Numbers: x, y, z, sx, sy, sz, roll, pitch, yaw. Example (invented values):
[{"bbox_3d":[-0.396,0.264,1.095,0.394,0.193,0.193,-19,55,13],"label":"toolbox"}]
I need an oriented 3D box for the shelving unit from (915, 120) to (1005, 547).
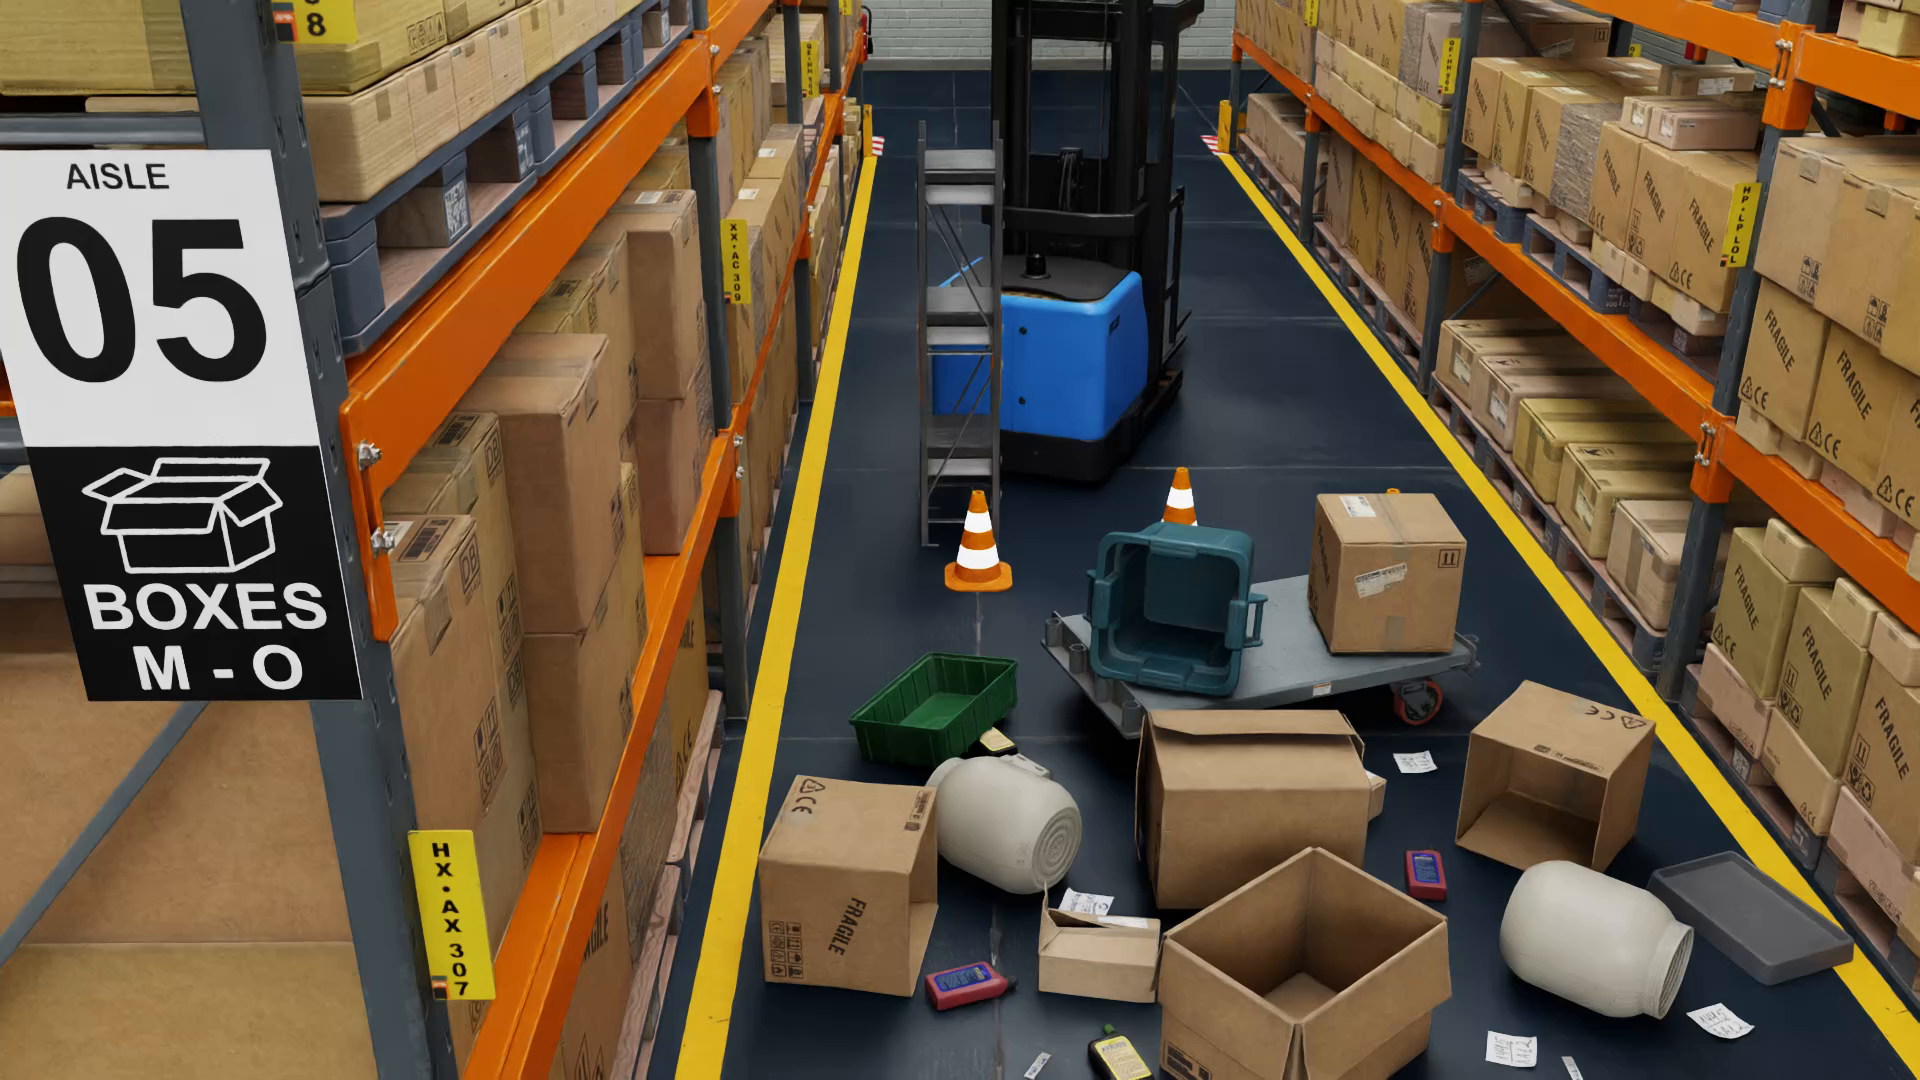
[{"bbox_3d":[-0.002,-1.025,8.468,0.431,2.100,0.503,0,24,-1],"label":"shelving unit"}]

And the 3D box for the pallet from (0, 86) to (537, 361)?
[{"bbox_3d":[-1.378,-0.603,2.910,1.003,0.211,1.213,0,24,-1],"label":"pallet"}]

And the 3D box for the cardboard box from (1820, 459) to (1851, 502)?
[{"bbox_3d":[3.316,-0.224,5.910,0.380,0.149,0.250,0,24,-1],"label":"cardboard box"}]

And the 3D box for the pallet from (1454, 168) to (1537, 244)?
[{"bbox_3d":[3.616,-1.951,9.656,1.213,0.211,1.003,0,24,-1],"label":"pallet"}]

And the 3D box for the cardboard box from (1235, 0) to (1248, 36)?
[{"bbox_3d":[3.132,-5.474,17.092,0.500,0.500,0.500,0,24,-1],"label":"cardboard box"}]

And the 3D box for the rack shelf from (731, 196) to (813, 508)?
[{"bbox_3d":[-1.425,-1.115,8.449,1.077,0.370,4.000,0,24,-1],"label":"rack shelf"}]

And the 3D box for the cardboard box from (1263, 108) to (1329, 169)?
[{"bbox_3d":[3.540,-4.003,16.561,0.875,0.438,0.875,0,24,1],"label":"cardboard box"}]

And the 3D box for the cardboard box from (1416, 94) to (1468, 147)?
[{"bbox_3d":[3.242,-2.689,10.631,0.500,0.250,0.500,0,24,-1],"label":"cardboard box"}]

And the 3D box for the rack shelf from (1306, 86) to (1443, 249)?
[{"bbox_3d":[3.480,-2.828,12.235,1.077,0.370,4.000,0,24,-1],"label":"rack shelf"}]

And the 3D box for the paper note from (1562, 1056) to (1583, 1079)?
[{"bbox_3d":[1.890,1.634,5.124,0.032,0.001,0.123,0,24,-1],"label":"paper note"}]

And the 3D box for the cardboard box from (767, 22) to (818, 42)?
[{"bbox_3d":[-1.287,-3.882,12.766,0.380,0.149,0.250,-1,24,-2],"label":"cardboard box"}]

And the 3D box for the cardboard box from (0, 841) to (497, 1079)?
[{"bbox_3d":[-1.409,0.808,3.141,0.875,0.550,0.550,0,24,-1],"label":"cardboard box"}]

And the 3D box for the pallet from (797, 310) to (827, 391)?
[{"bbox_3d":[-1.454,-1.319,11.410,1.003,0.211,1.213,0,24,-1],"label":"pallet"}]

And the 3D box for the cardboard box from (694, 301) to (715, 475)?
[{"bbox_3d":[-1.388,-0.535,6.112,0.875,0.550,0.550,0,24,-1],"label":"cardboard box"}]

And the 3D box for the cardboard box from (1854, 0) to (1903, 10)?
[{"bbox_3d":[3.276,-1.934,5.568,0.500,0.250,0.500,-1,24,-2],"label":"cardboard box"}]

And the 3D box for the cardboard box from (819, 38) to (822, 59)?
[{"bbox_3d":[-1.285,-3.856,13.071,0.380,0.149,0.250,0,24,0],"label":"cardboard box"}]

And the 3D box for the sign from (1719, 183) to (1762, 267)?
[{"bbox_3d":[2.990,-1.207,6.373,0.100,0.325,0.005,0,24,-1],"label":"sign"}]

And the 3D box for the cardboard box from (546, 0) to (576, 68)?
[{"bbox_3d":[-1.057,-1.123,3.626,0.380,0.149,0.250,0,24,-1],"label":"cardboard box"}]

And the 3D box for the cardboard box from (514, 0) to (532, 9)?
[{"bbox_3d":[-1.121,-1.259,3.443,0.500,0.250,0.500,0,24,-1],"label":"cardboard box"}]

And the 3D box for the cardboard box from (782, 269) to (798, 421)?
[{"bbox_3d":[-1.530,-1.182,9.945,1.050,0.750,0.750,-1,24,-1],"label":"cardboard box"}]

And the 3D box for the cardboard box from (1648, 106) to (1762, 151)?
[{"bbox_3d":[3.294,-1.824,7.364,0.380,0.149,0.250,-1,24,-2],"label":"cardboard box"}]

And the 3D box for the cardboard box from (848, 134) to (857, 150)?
[{"bbox_3d":[-1.217,-3.948,16.429,0.380,0.149,0.250,0,24,0],"label":"cardboard box"}]

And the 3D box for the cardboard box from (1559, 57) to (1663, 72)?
[{"bbox_3d":[3.784,-2.518,9.685,0.500,0.500,0.500,-1,24,-2],"label":"cardboard box"}]

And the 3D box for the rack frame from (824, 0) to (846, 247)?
[{"bbox_3d":[-1.491,-3.916,13.768,1.000,3.000,0.127,0,24,-1],"label":"rack frame"}]

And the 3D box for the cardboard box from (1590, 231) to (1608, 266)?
[{"bbox_3d":[3.267,-1.391,7.981,0.380,0.149,0.250,0,24,-1],"label":"cardboard box"}]

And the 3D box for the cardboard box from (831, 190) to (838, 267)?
[{"bbox_3d":[-1.226,-2.453,13.057,0.500,0.500,0.500,-1,24,-2],"label":"cardboard box"}]

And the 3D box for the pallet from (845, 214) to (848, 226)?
[{"bbox_3d":[-1.533,-2.922,14.954,1.003,0.211,1.213,0,24,-1],"label":"pallet"}]

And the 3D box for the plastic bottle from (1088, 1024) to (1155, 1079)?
[{"bbox_3d":[0.482,1.604,5.130,0.133,0.061,0.283,-9,26,-19],"label":"plastic bottle"}]

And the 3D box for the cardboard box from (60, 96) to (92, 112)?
[{"bbox_3d":[-1.708,-0.805,2.924,0.380,0.149,0.250,0,24,0],"label":"cardboard box"}]

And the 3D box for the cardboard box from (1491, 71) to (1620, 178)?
[{"bbox_3d":[3.288,-2.303,9.209,0.500,0.500,0.500,1,24,2],"label":"cardboard box"}]

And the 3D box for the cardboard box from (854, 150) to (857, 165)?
[{"bbox_3d":[-1.218,-3.819,16.504,0.380,0.149,0.250,-1,24,-3],"label":"cardboard box"}]

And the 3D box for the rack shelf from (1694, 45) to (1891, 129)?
[{"bbox_3d":[8.399,-4.500,15.932,1.077,0.370,4.000,0,24,-1],"label":"rack shelf"}]

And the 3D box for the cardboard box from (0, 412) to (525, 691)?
[{"bbox_3d":[-1.423,0.089,3.420,0.875,0.550,0.550,0,24,-1],"label":"cardboard box"}]

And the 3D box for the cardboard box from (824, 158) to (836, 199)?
[{"bbox_3d":[-1.238,-2.792,12.897,0.500,0.250,0.500,1,24,2],"label":"cardboard box"}]

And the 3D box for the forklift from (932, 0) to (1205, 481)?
[{"bbox_3d":[0.810,-2.247,10.161,1.130,2.935,3.031,9,26,18],"label":"forklift"}]

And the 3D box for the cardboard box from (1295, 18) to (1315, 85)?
[{"bbox_3d":[3.197,-4.215,14.308,0.500,0.500,0.500,0,24,0],"label":"cardboard box"}]

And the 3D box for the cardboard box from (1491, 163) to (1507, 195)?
[{"bbox_3d":[3.246,-2.044,9.424,0.380,0.149,0.250,-2,24,-4],"label":"cardboard box"}]

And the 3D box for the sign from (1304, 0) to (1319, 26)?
[{"bbox_3d":[2.903,-4.407,13.707,0.100,0.325,0.005,0,24,-1],"label":"sign"}]

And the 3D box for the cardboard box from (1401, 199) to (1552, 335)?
[{"bbox_3d":[3.577,-1.840,11.246,0.875,0.875,0.875,0,24,-1],"label":"cardboard box"}]

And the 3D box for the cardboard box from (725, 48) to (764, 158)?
[{"bbox_3d":[-1.445,-2.375,9.027,0.700,0.500,0.500,-1,24,-1],"label":"cardboard box"}]

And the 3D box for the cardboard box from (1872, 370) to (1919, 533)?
[{"bbox_3d":[3.292,-0.268,5.220,0.500,0.500,0.500,0,24,-1],"label":"cardboard box"}]

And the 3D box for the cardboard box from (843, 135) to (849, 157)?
[{"bbox_3d":[-1.230,-3.652,15.413,0.380,0.149,0.250,0,24,1],"label":"cardboard box"}]

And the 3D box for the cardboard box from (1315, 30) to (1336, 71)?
[{"bbox_3d":[3.181,-3.956,13.433,0.500,0.250,0.500,-1,24,-2],"label":"cardboard box"}]

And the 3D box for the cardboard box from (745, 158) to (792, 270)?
[{"bbox_3d":[-1.164,-1.717,8.785,0.500,0.500,0.500,-1,24,-1],"label":"cardboard box"}]

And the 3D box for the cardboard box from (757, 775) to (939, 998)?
[{"bbox_3d":[-0.360,1.154,5.589,0.500,0.500,0.500,4,25,9],"label":"cardboard box"}]

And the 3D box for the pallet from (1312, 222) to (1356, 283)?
[{"bbox_3d":[3.542,-2.391,13.781,1.003,0.211,1.213,0,24,-1],"label":"pallet"}]

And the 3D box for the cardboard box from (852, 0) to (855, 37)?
[{"bbox_3d":[-1.261,-4.934,15.538,0.500,0.500,0.500,1,24,2],"label":"cardboard box"}]

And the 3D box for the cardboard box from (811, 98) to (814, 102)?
[{"bbox_3d":[-1.271,-3.293,12.186,0.380,0.149,0.250,1,24,2],"label":"cardboard box"}]

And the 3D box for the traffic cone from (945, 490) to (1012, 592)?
[{"bbox_3d":[0.092,-0.023,8.239,0.336,0.463,0.334,0,24,-1],"label":"traffic cone"}]

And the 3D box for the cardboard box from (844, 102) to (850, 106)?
[{"bbox_3d":[-1.330,-4.407,17.081,0.380,0.149,0.250,0,24,0],"label":"cardboard box"}]

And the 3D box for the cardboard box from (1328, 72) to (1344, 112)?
[{"bbox_3d":[3.206,-3.515,13.065,0.500,0.250,0.500,-1,24,-2],"label":"cardboard box"}]

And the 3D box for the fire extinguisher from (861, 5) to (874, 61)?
[{"bbox_3d":[-1.076,-5.465,17.739,0.296,0.674,0.183,0,24,-1],"label":"fire extinguisher"}]

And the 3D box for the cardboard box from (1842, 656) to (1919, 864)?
[{"bbox_3d":[3.303,0.715,5.445,0.500,0.500,0.500,1,24,2],"label":"cardboard box"}]

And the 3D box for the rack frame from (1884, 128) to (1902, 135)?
[{"bbox_3d":[8.421,-4.003,13.962,1.000,3.000,0.127,0,24,-1],"label":"rack frame"}]

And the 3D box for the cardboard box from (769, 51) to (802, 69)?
[{"bbox_3d":[-1.269,-3.239,11.345,0.380,0.149,0.250,1,24,2],"label":"cardboard box"}]

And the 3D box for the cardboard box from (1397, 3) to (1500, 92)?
[{"bbox_3d":[3.220,-3.256,10.974,0.500,0.500,0.500,0,24,0],"label":"cardboard box"}]

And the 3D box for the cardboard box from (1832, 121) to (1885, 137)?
[{"bbox_3d":[8.271,-3.671,15.751,0.700,0.500,0.500,-1,24,-3],"label":"cardboard box"}]

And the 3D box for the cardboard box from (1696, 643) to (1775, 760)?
[{"bbox_3d":[3.282,0.623,6.560,0.500,0.250,0.500,-1,24,-3],"label":"cardboard box"}]

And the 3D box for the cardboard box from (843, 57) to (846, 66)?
[{"bbox_3d":[-1.234,-4.351,15.036,0.380,0.149,0.250,0,24,0],"label":"cardboard box"}]
